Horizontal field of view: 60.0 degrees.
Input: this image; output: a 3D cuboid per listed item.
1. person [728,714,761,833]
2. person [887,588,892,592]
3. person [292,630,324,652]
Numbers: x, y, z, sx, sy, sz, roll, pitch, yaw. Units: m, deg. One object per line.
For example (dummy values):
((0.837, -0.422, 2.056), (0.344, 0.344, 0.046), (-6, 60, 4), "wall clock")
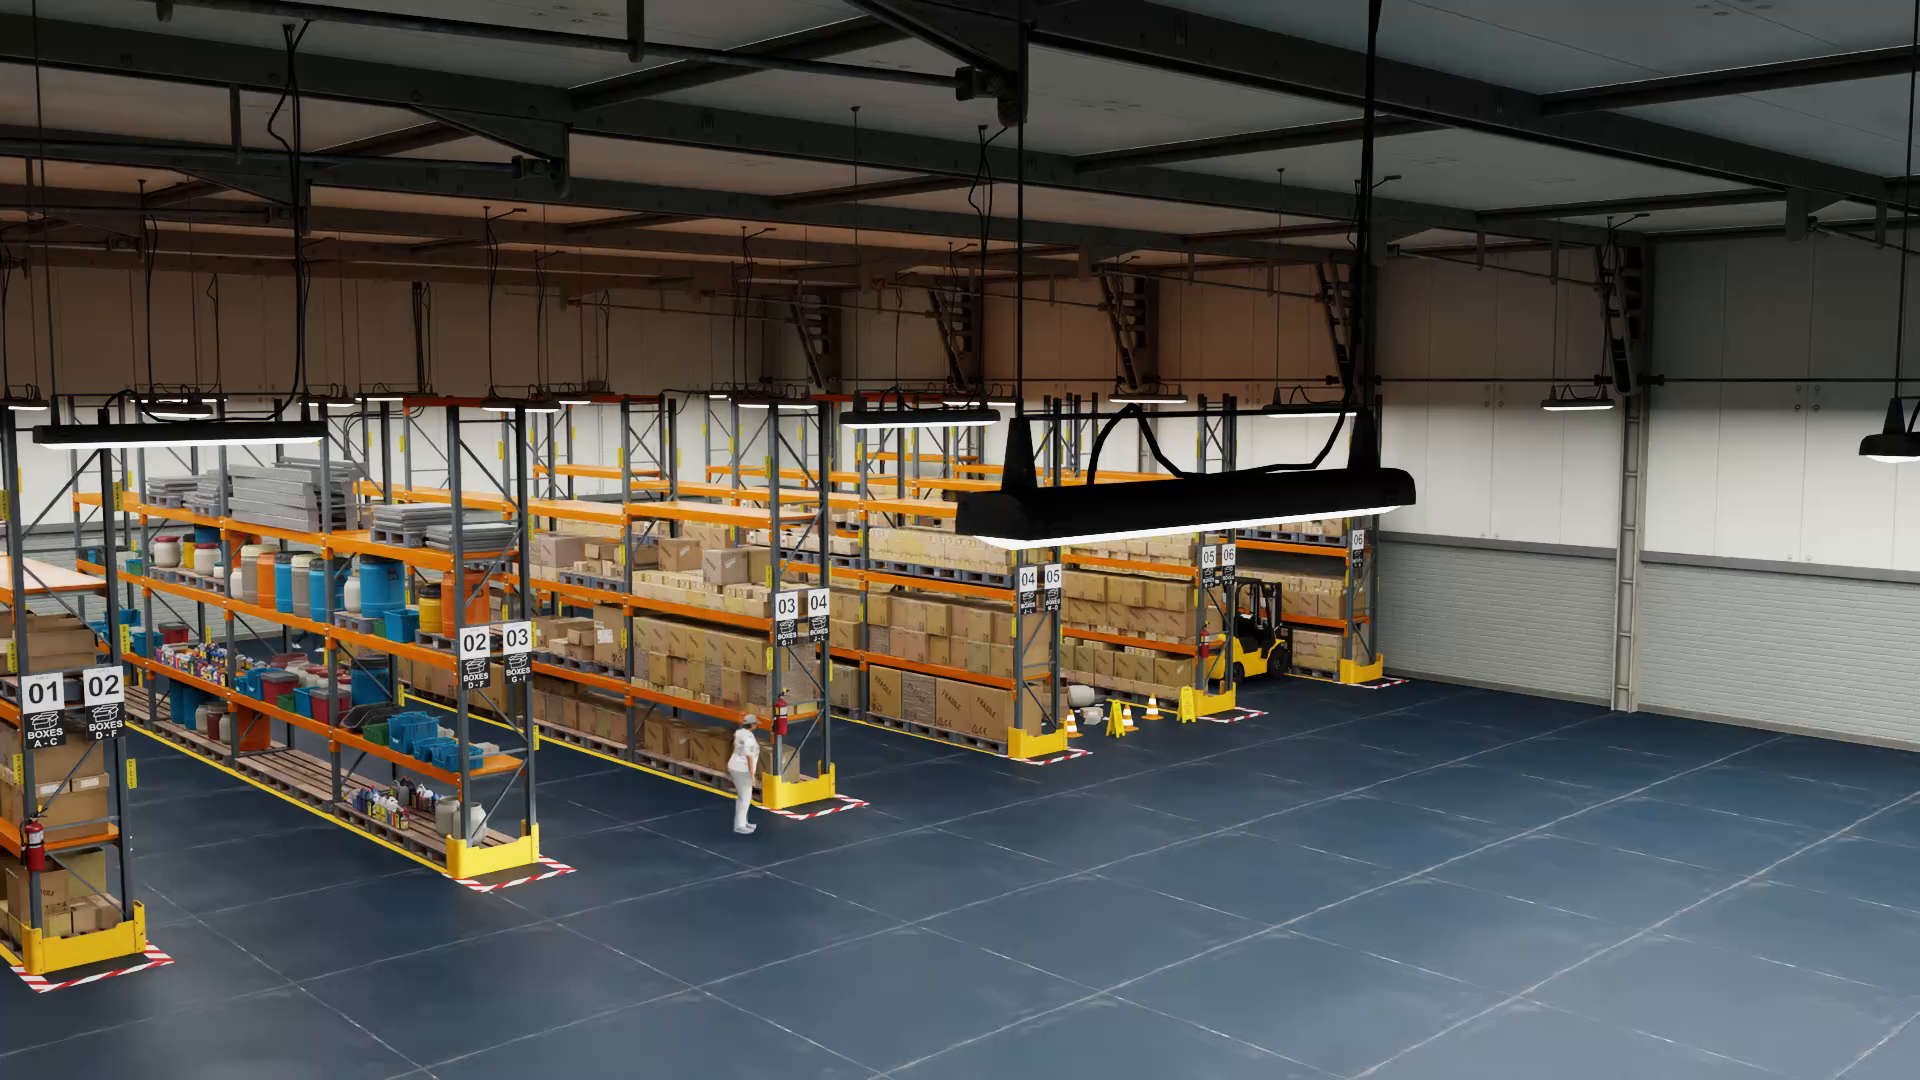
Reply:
((-3.000, 3.266, 23.304), (0.471, 1.668, 0.513), (-2, 6, -21), "person")
((-1.402, 1.822, 35.134), (0.475, 1.648, 0.375), (0, 6, -4), "person")
((-15.135, 1.828, 38.574), (0.831, 1.534, 0.445), (2, 6, 18), "person")
